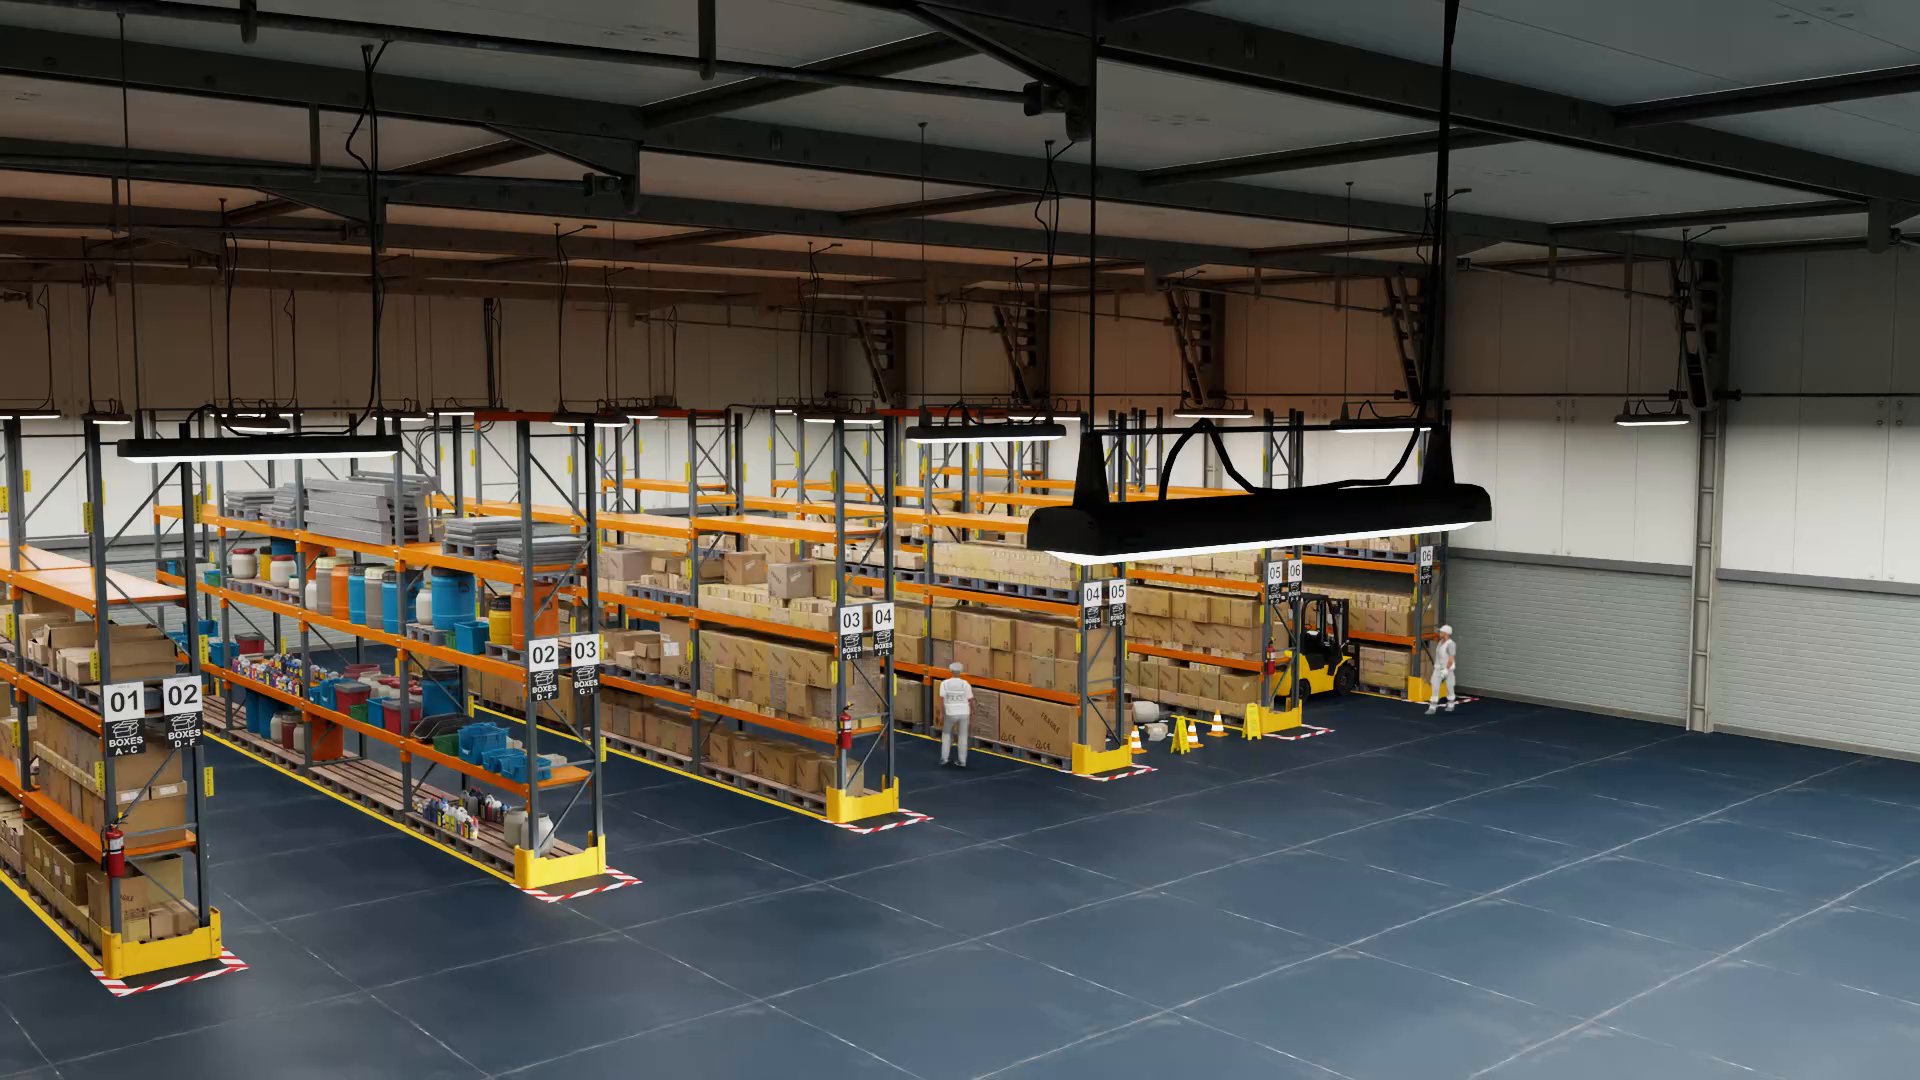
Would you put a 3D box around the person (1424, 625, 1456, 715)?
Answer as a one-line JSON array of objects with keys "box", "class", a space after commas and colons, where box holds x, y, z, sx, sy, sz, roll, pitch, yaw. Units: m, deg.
[{"box": [9.522, 2.559, 32.759, 0.476, 1.742, 0.971, 3, 6, 32], "class": "person"}]

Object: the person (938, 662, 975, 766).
[{"box": [-0.046, 2.995, 28.348, 0.654, 1.839, 0.636, -1, 5, -8], "class": "person"}]
